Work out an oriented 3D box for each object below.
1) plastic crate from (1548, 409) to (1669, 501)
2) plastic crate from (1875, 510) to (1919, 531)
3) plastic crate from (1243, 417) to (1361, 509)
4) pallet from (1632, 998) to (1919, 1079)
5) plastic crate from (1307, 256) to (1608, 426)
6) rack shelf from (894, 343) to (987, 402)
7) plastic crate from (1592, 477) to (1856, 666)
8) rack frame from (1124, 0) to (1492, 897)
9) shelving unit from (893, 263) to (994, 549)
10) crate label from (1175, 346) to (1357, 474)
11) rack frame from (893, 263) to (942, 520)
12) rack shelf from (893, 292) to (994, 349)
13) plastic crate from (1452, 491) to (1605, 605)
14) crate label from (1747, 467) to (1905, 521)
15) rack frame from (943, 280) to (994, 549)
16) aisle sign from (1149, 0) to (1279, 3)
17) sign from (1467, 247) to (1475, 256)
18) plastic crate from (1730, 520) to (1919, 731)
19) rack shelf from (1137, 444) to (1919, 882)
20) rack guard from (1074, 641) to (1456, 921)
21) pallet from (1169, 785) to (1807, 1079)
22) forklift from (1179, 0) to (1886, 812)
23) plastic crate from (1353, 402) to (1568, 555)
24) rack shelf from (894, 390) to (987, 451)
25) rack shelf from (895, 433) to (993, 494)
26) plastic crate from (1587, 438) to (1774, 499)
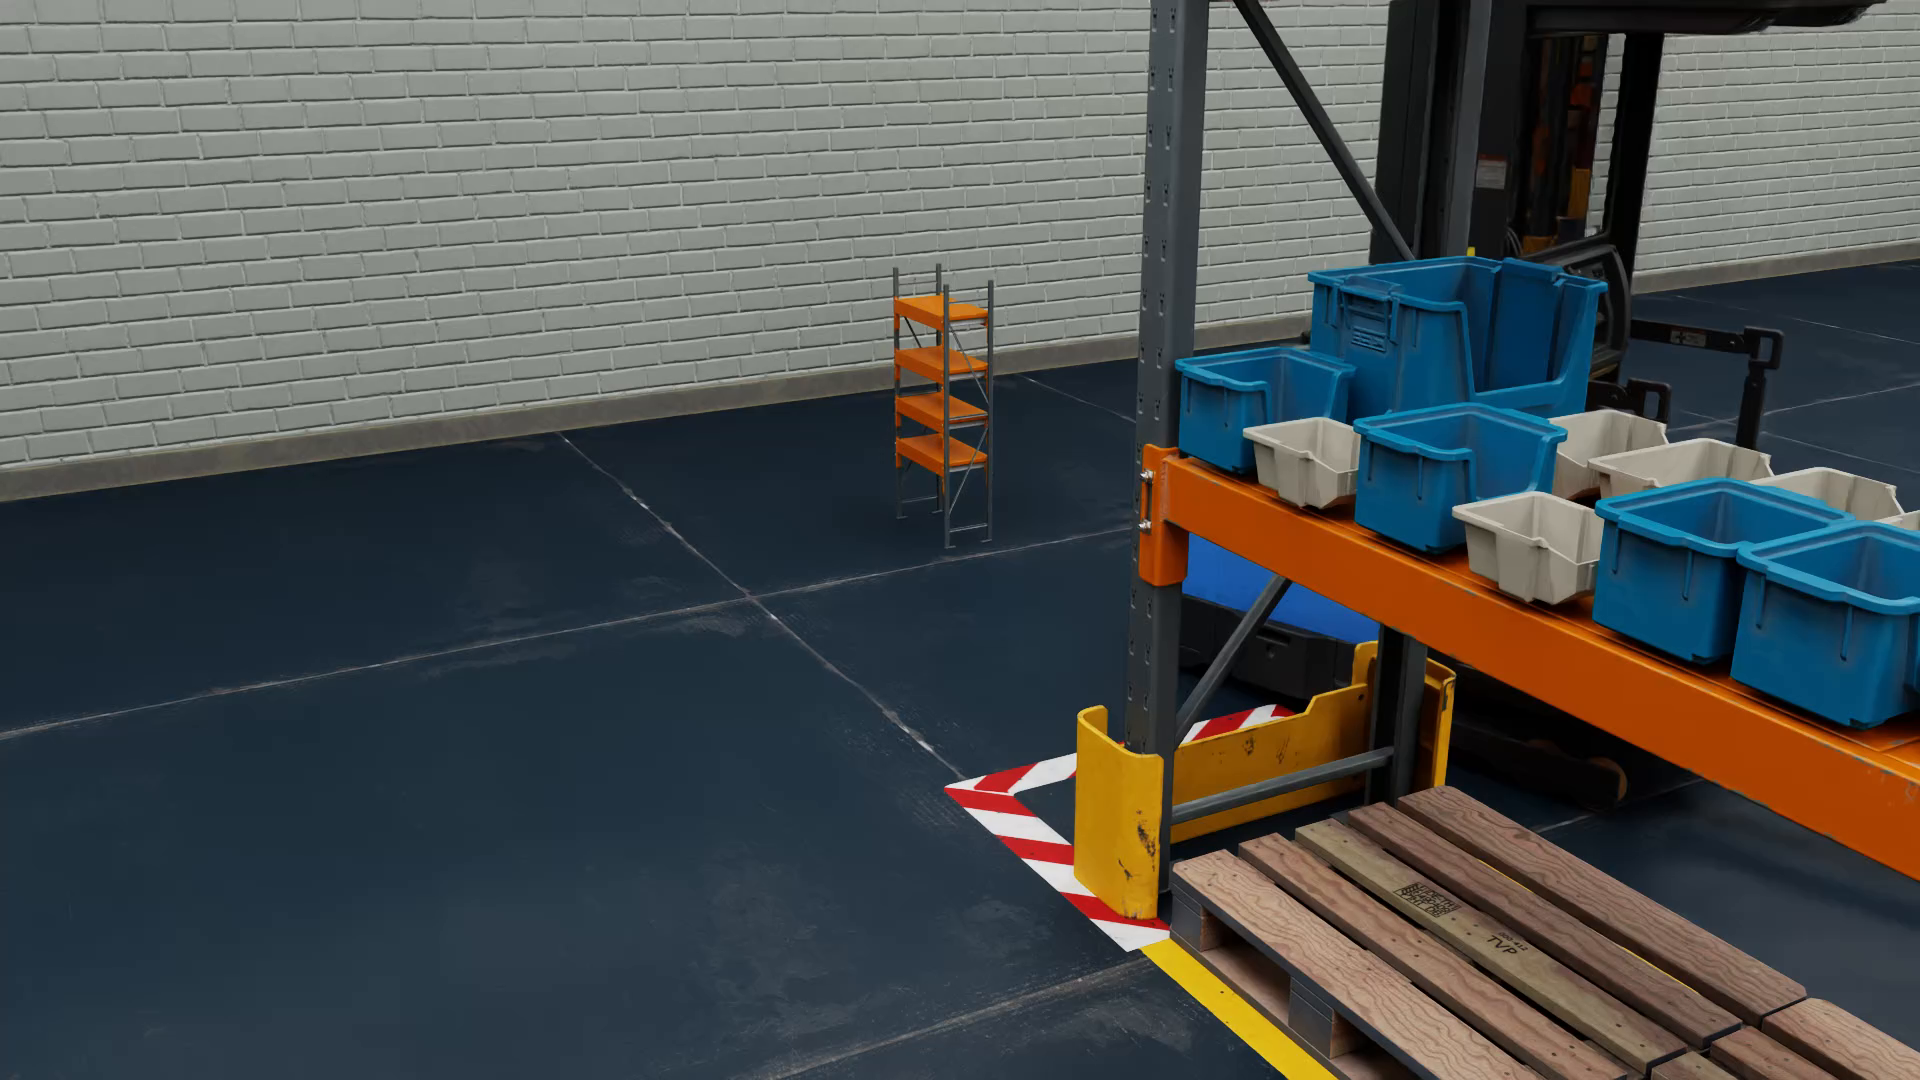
[{"bbox_3d":[1.472,-0.192,3.902,0.396,0.136,0.243,-10,21,-27],"label":"plastic crate"},{"bbox_3d":[1.907,0.051,3.196,0.298,0.136,0.250,-10,21,-27],"label":"plastic crate"},{"bbox_3d":[0.832,-0.172,3.842,0.250,0.136,0.298,-10,21,-27],"label":"plastic crate"},{"bbox_3d":[1.858,1.416,3.204,1.003,0.211,1.213,-10,21,-27],"label":"pallet"},{"bbox_3d":[1.248,-0.473,4.256,0.616,0.435,0.499,-10,21,-27],"label":"plastic crate"},{"bbox_3d":[-0.079,-0.763,7.522,0.258,0.148,0.480,-10,21,-27],"label":"rack shelf"},{"bbox_3d":[1.378,0.056,3.035,0.416,0.233,0.300,-10,21,-27],"label":"plastic crate"},{"bbox_3d":[0.925,-0.495,4.466,1.000,3.000,0.127,-10,21,-27],"label":"rack frame"},{"bbox_3d":[-0.079,-0.615,7.573,0.258,1.200,0.503,-10,21,-27],"label":"shelving unit"},{"bbox_3d":[0.753,-0.322,4.131,0.416,0.233,0.303,-10,21,-27],"label":"crate label"},{"bbox_3d":[-0.194,-0.685,7.776,0.240,1.200,0.015,-10,21,-27],"label":"rack frame"},{"bbox_3d":[-0.079,-0.986,7.445,0.258,0.148,0.480,-10,21,-27],"label":"rack shelf"},{"bbox_3d":[1.154,0.023,3.278,0.250,0.136,0.298,-10,21,-27],"label":"plastic crate"},{"bbox_3d":[1.750,-0.031,3.434,0.396,0.136,0.243,-10,21,-27],"label":"crate label"},{"bbox_3d":[0.037,-0.545,7.370,0.240,1.200,0.015,-10,21,-27],"label":"rack frame"},{"bbox_3d":[0.629,-1.698,3.969,0.394,0.787,0.004,-10,21,-27],"label":"aisle sign"},{"bbox_3d":[1.401,-0.662,4.700,0.100,0.325,0.005,-10,21,-27],"label":"sign"},{"bbox_3d":[1.520,0.142,2.786,0.416,0.233,0.300,-10,21,-27],"label":"plastic crate"},{"bbox_3d":[1.875,0.420,2.920,1.077,0.370,4.000,-10,21,-27],"label":"rack shelf"},{"bbox_3d":[0.902,0.682,4.888,1.175,0.500,0.348,-10,21,-27],"label":"rack guard"},{"bbox_3d":[1.282,1.066,4.218,1.003,0.211,1.213,-10,21,-27],"label":"pallet"},{"bbox_3d":[2.119,-0.733,5.263,3.031,2.935,1.130,16,25,39],"label":"forklift"},{"bbox_3d":[1.065,-0.133,3.583,0.416,0.233,0.300,-10,21,-27],"label":"plastic crate"},{"bbox_3d":[-0.079,-0.551,7.595,0.258,0.148,0.480,-10,21,-27],"label":"rack shelf"},{"bbox_3d":[-0.079,-0.363,7.660,0.258,0.148,0.480,-10,21,-27],"label":"rack shelf"},{"bbox_3d":[1.597,-0.107,3.655,0.396,0.136,0.243,-10,21,-27],"label":"plastic crate"}]
